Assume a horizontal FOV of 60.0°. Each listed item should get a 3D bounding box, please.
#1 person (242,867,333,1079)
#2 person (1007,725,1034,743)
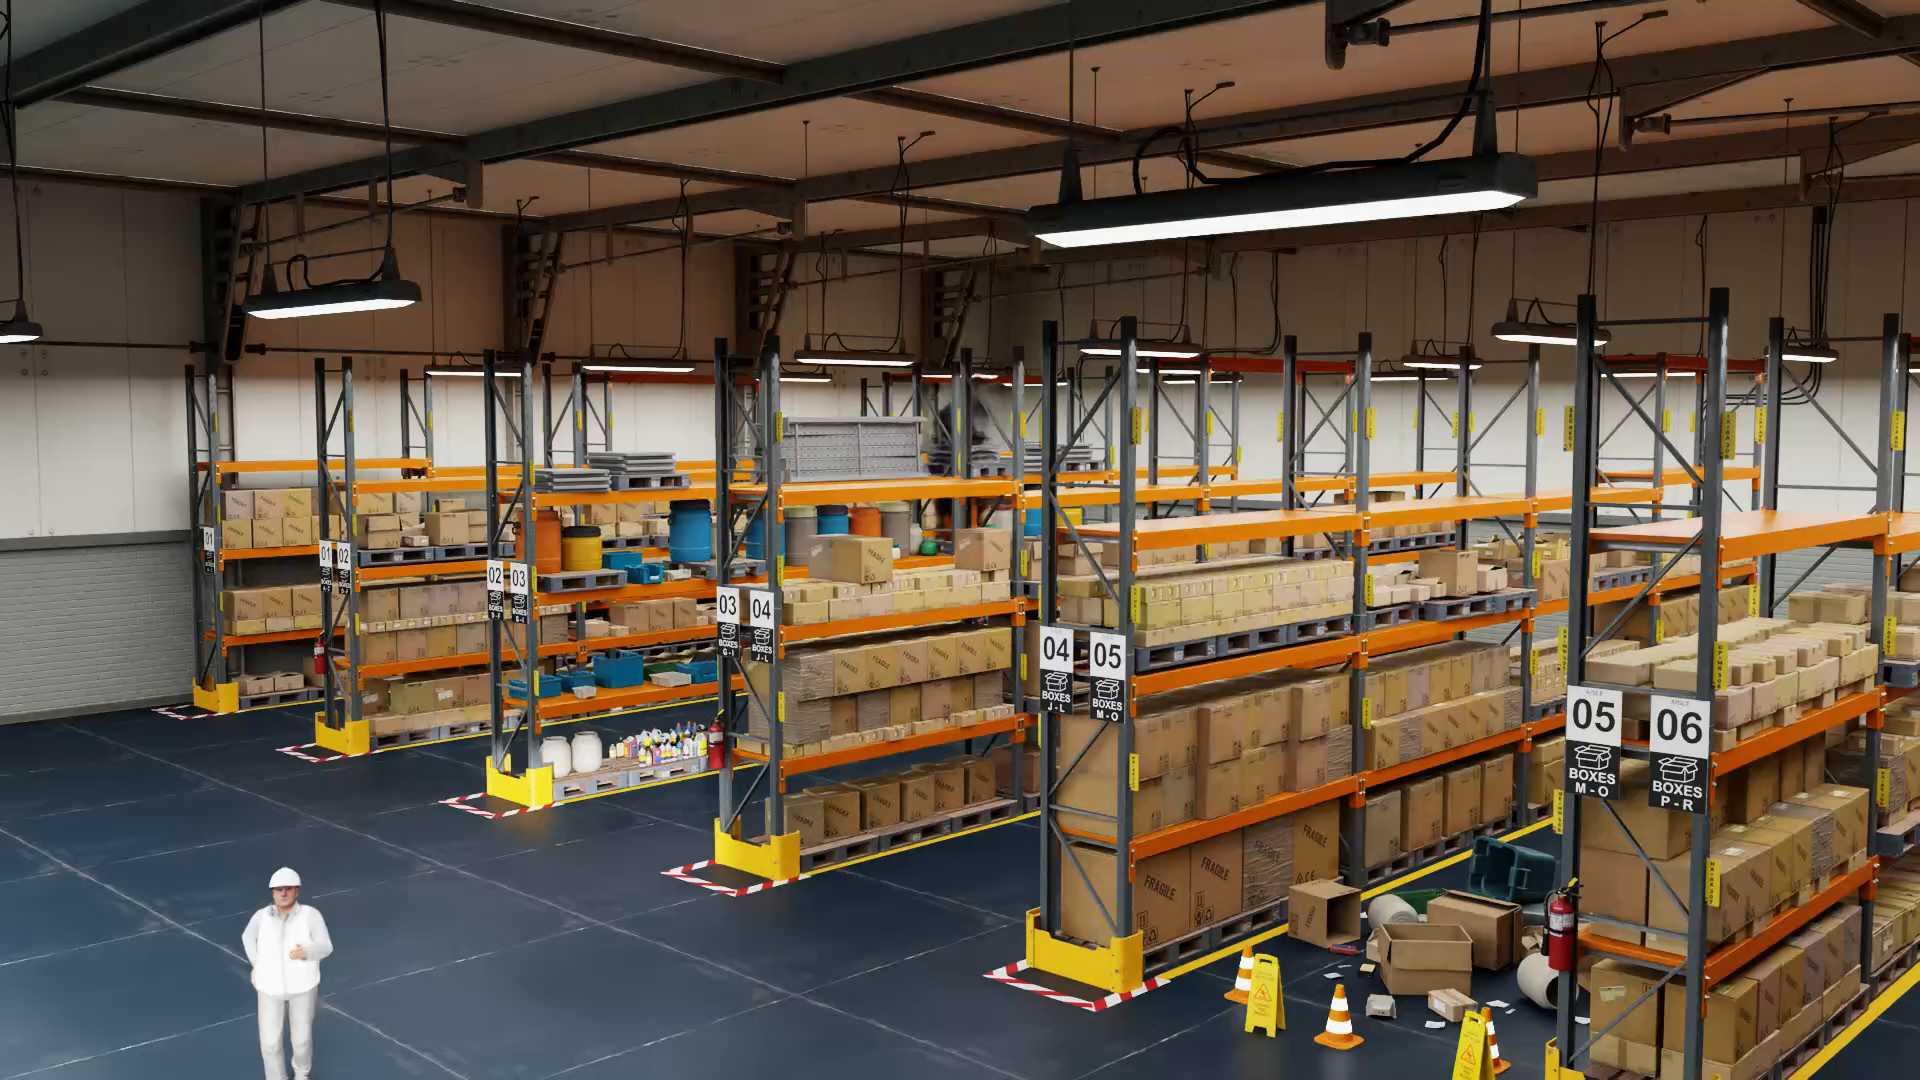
[{"bbox_3d":[-4.971,3.331,12.301,0.643,1.825,0.747,-1,5,-18],"label":"person"},{"bbox_3d":[0.836,2.177,24.022,0.652,1.841,0.653,3,5,30],"label":"person"}]
